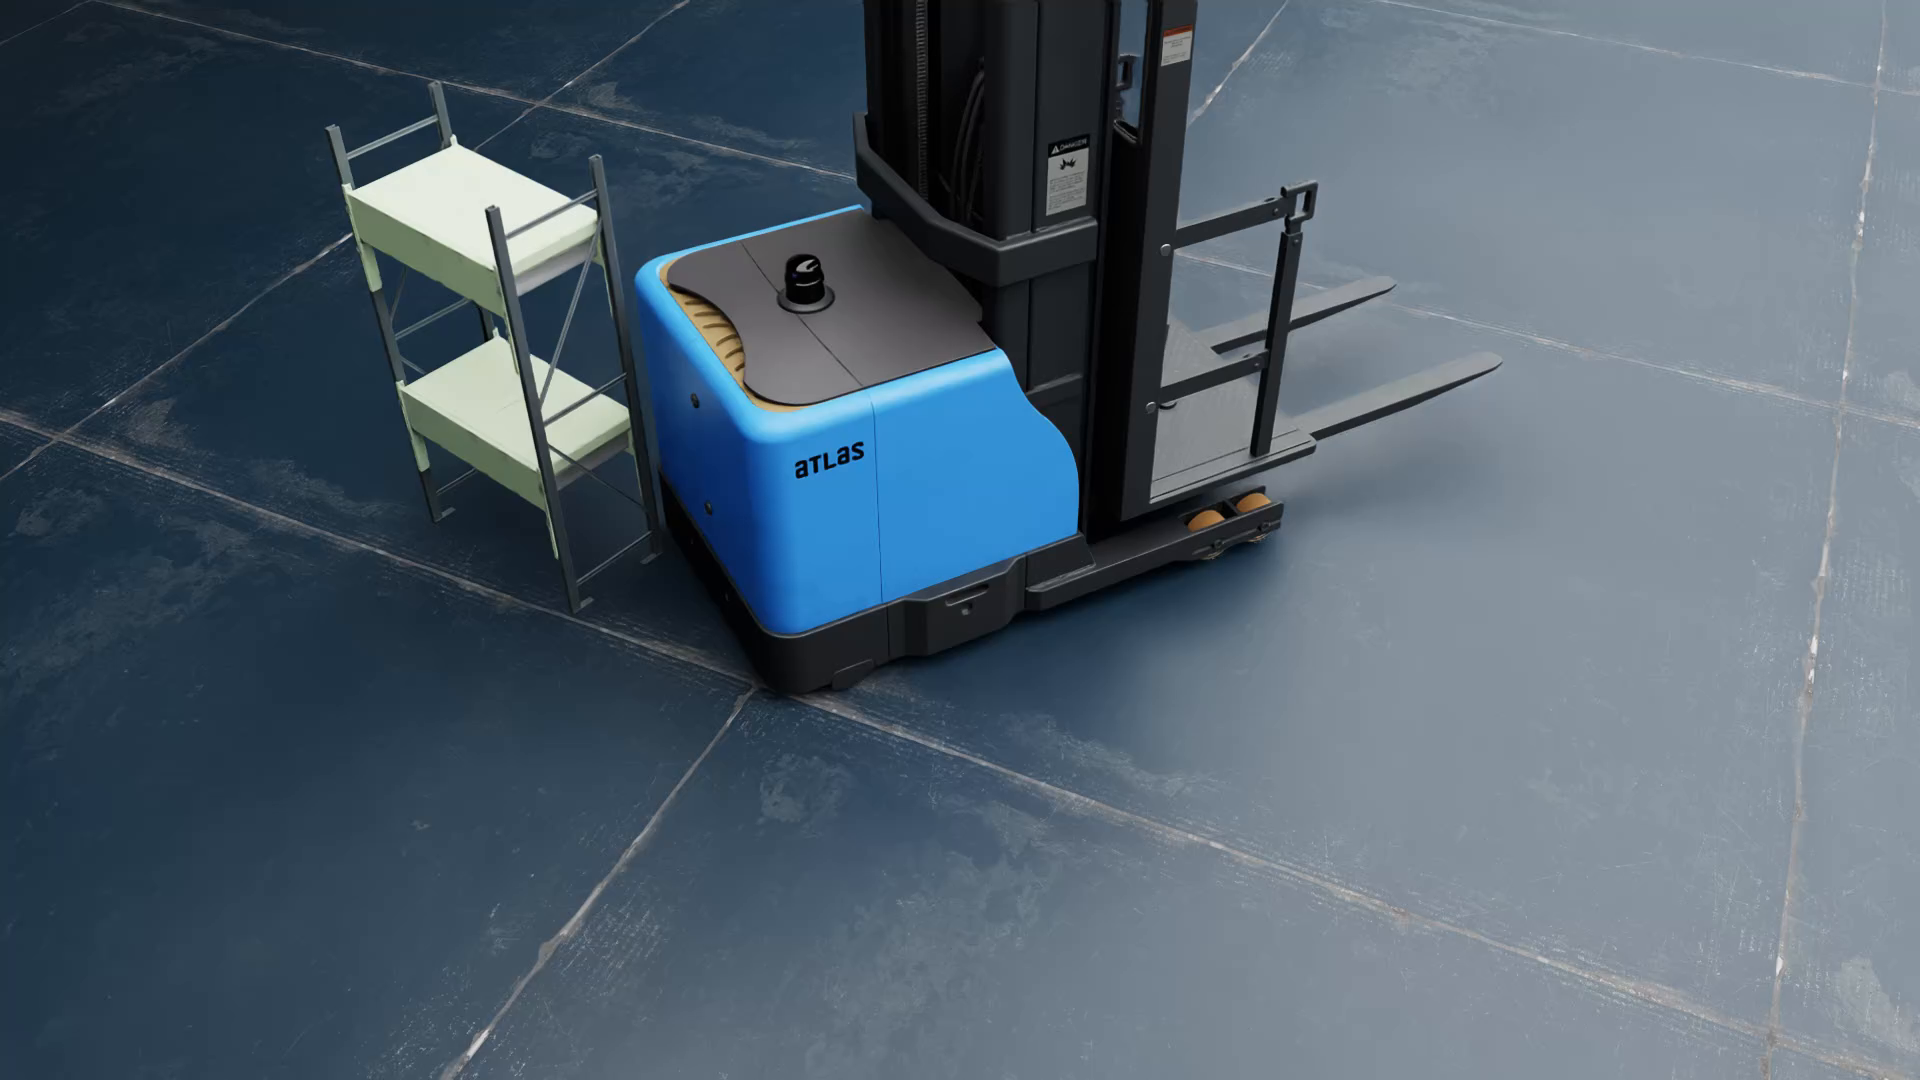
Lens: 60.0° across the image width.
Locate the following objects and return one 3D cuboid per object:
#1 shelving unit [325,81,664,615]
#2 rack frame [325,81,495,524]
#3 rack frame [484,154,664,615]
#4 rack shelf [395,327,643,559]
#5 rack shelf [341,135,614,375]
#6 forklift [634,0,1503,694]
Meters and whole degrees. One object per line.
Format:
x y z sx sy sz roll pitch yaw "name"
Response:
-1.433 -0.577 5.271 0.755 1.500 0.431 28 48 29 "shelving unit"
-1.716 -0.729 5.446 0.023 1.500 0.400 28 48 29 "rack frame"
-1.150 -0.425 5.095 0.023 1.500 0.400 28 48 29 "rack frame"
-1.433 -0.331 5.484 0.720 0.370 0.431 28 48 29 "rack shelf"
-1.433 -0.872 5.015 0.720 0.370 0.431 28 48 29 "rack shelf"
0.530 -1.328 5.044 3.031 2.935 1.130 -19 45 -21 "forklift"
